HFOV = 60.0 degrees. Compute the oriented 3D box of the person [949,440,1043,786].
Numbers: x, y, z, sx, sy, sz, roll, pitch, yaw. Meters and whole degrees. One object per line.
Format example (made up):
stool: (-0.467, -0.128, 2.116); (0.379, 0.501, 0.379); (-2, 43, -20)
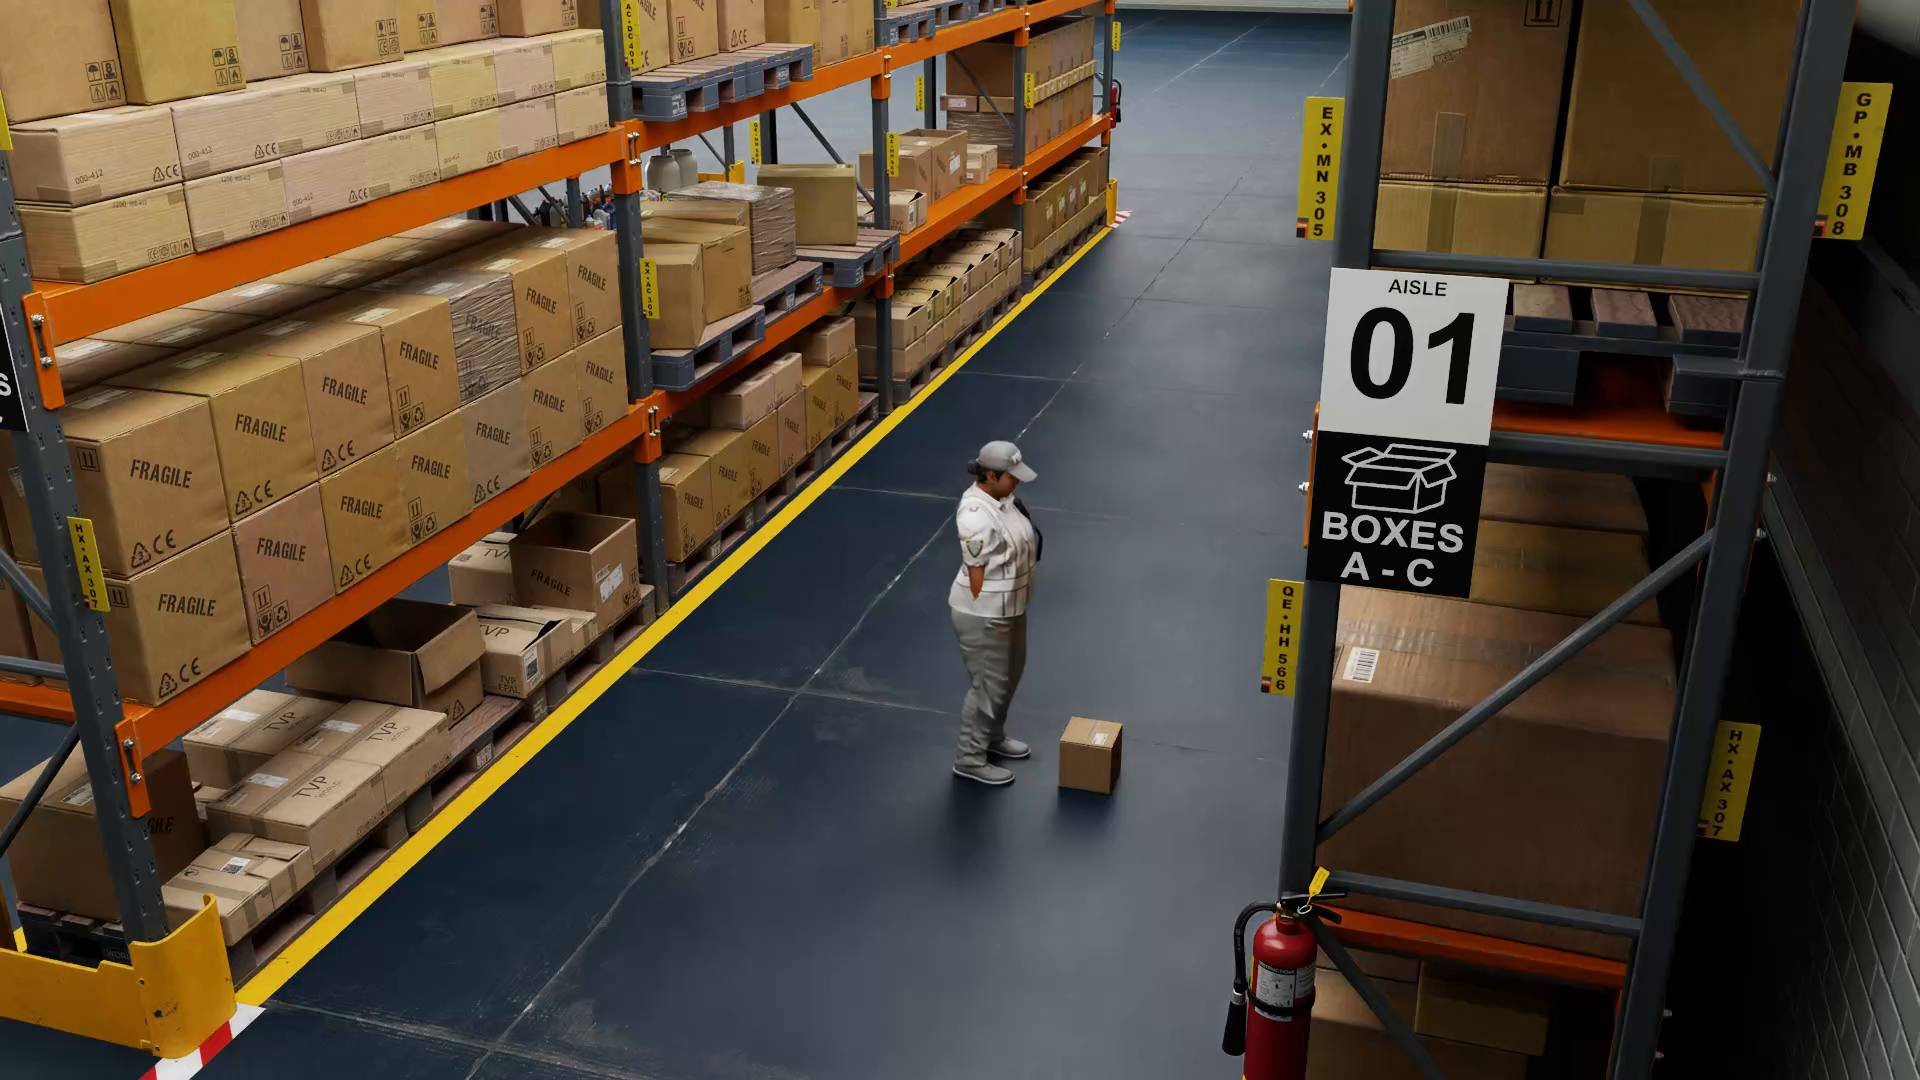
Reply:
person: (0.162, 0.321, 7.816); (0.389, 1.656, 0.473); (7, 23, 17)
